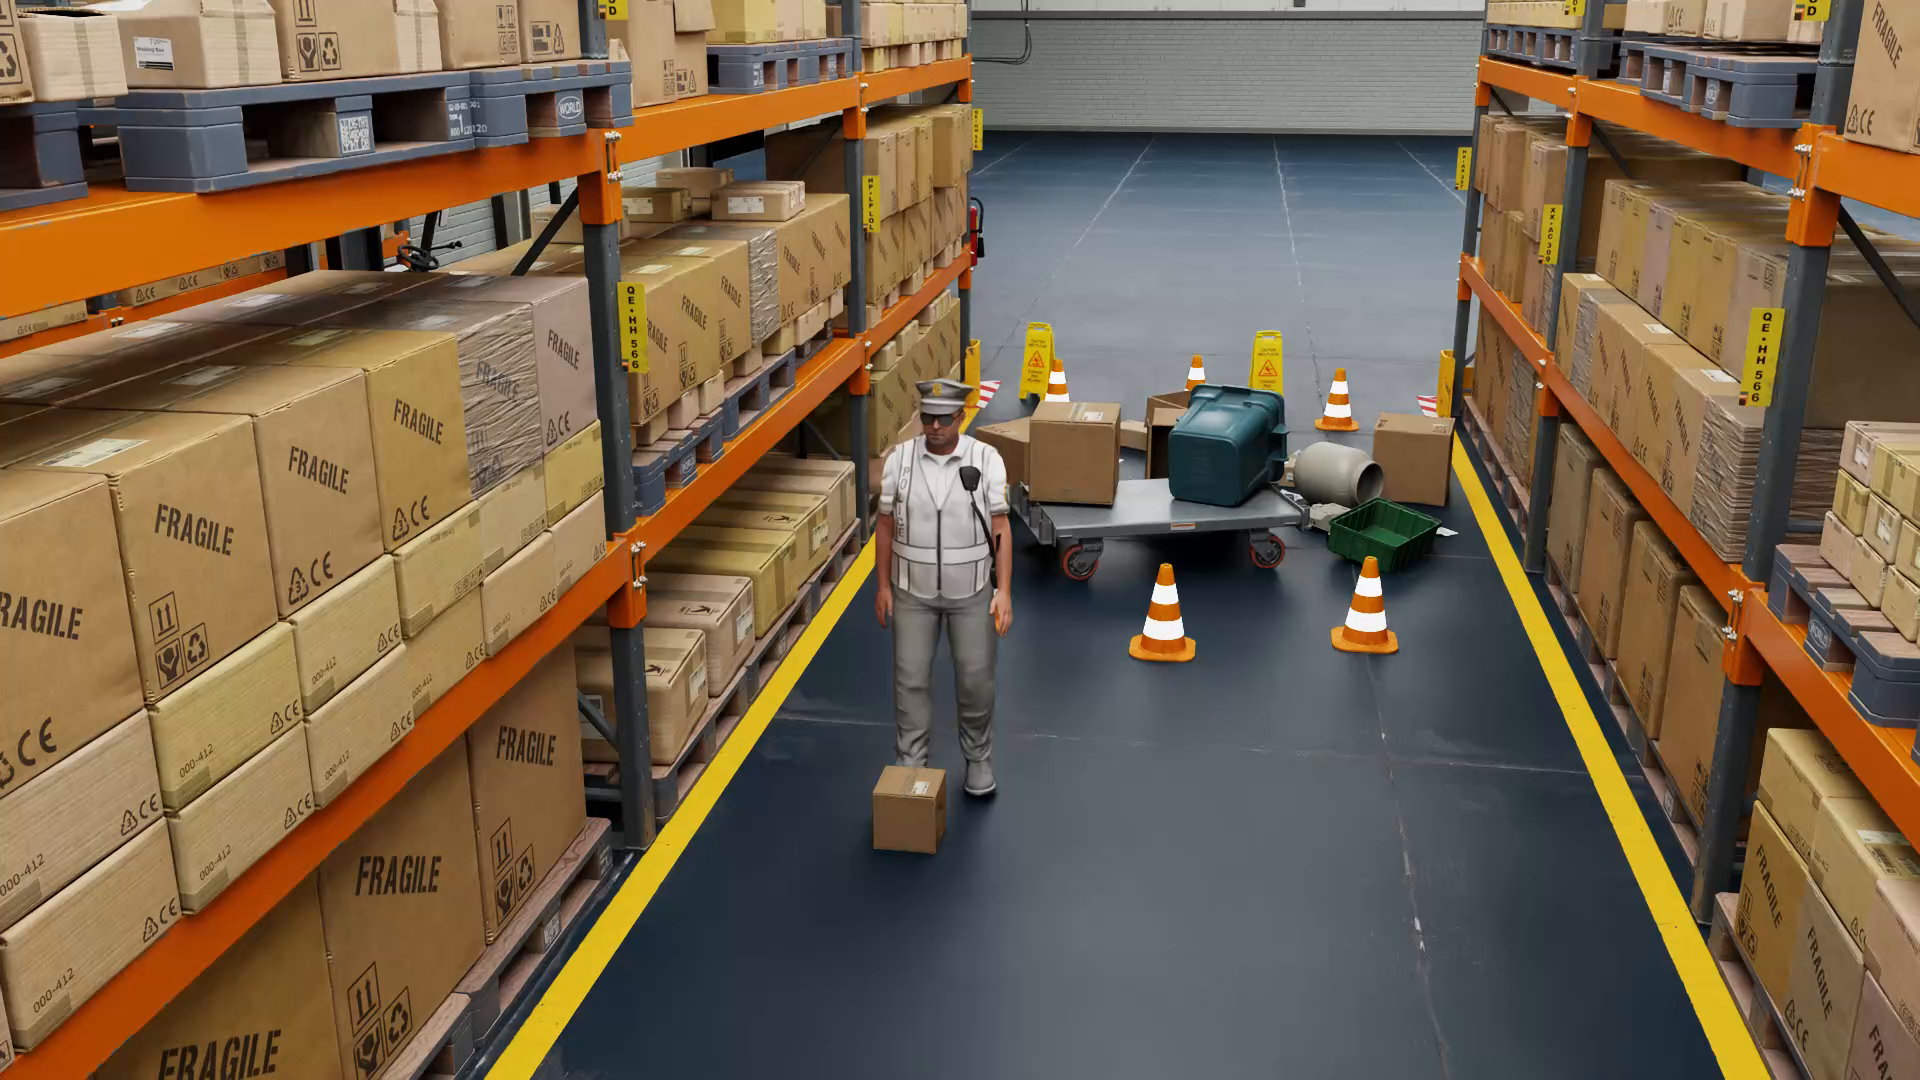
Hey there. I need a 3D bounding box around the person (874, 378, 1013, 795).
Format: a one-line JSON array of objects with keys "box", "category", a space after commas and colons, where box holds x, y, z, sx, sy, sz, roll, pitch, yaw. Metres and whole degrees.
[{"box": [-0.073, 0.219, 6.797, 0.586, 1.770, 0.502, 1, 18, 4], "category": "person"}]
